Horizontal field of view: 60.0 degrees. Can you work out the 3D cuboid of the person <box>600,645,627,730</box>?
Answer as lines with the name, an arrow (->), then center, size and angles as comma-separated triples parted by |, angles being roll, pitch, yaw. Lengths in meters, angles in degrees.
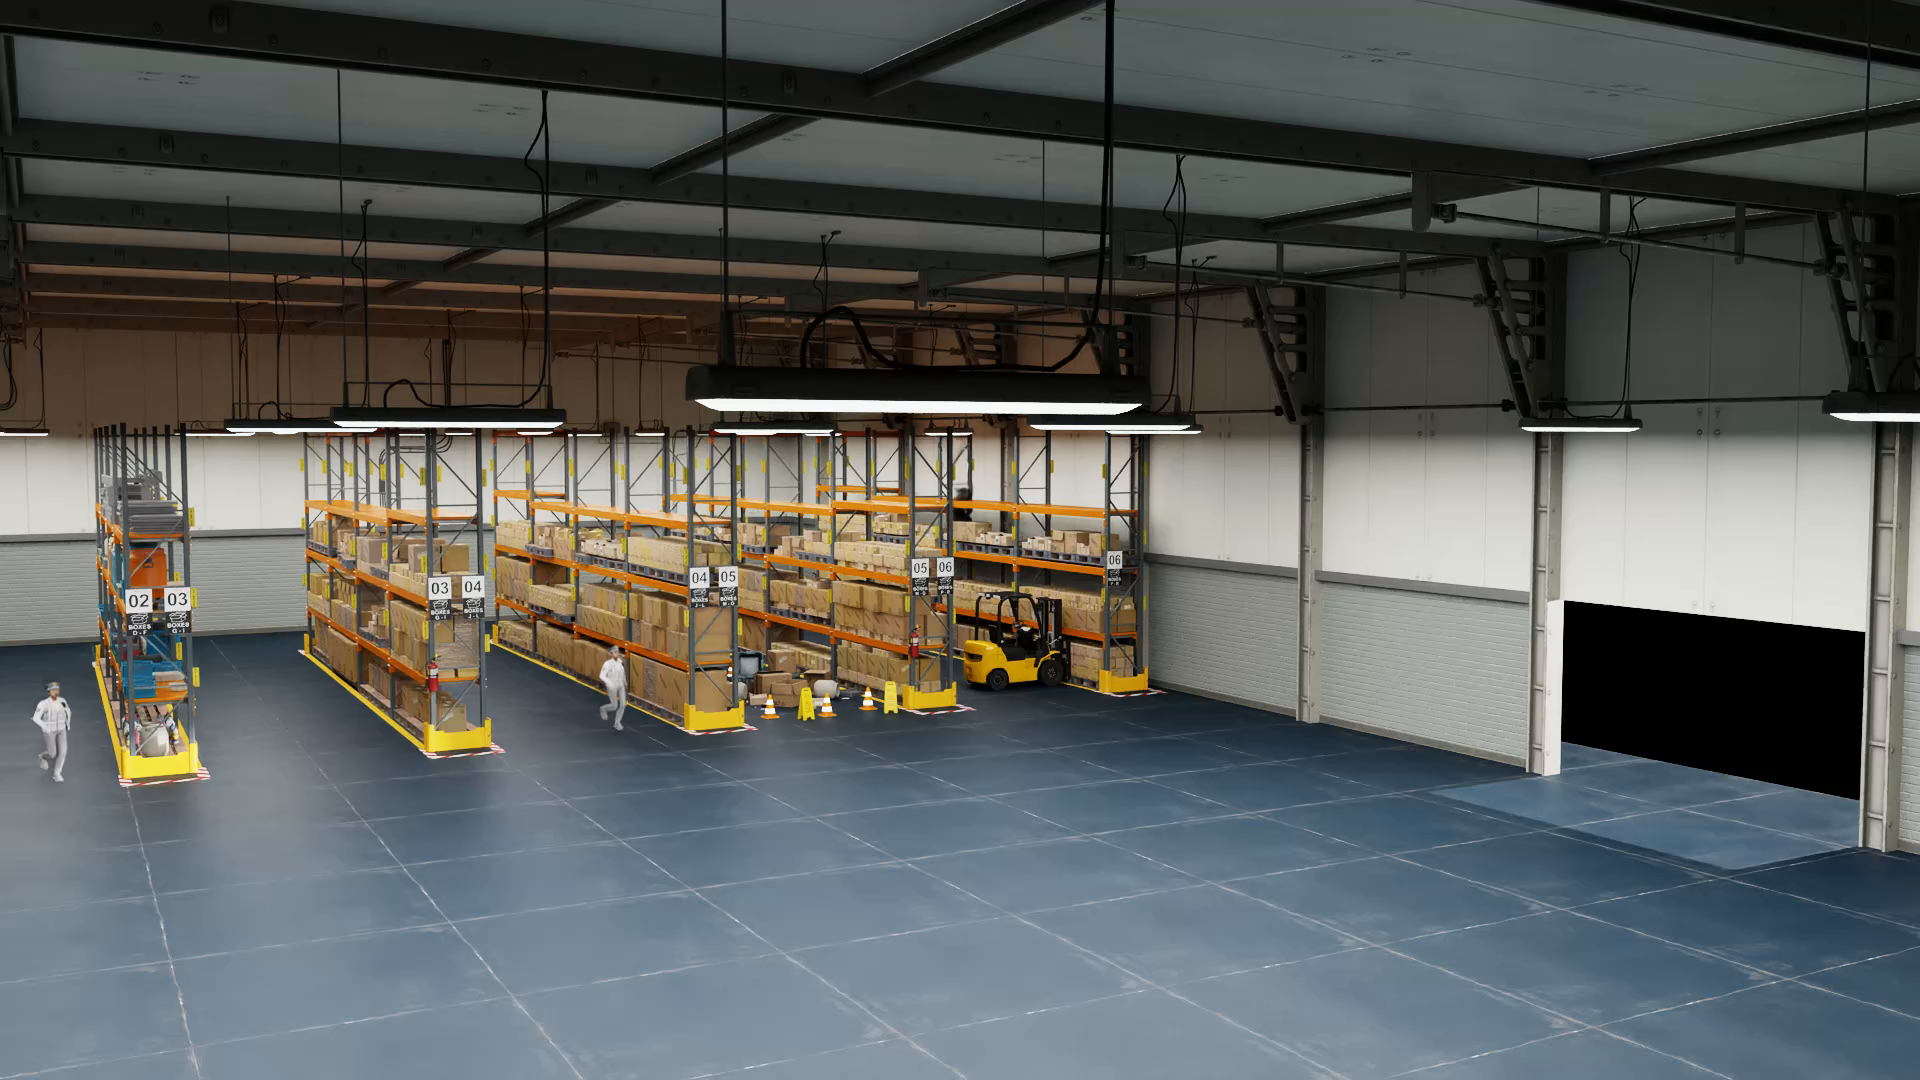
person -> -6.897, 2.914, 32.952 | 0.661, 1.673, 0.528 | 3, 5, 42

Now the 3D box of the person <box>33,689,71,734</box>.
person -> -15.188, 2.824, 27.919 | 0.423, 0.792, 0.622 | 3, 4, 39

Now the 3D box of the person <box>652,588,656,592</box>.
person -> -9.179, 1.892, 50.565 | 0.515, 1.548, 0.513 | -1, 4, -16
